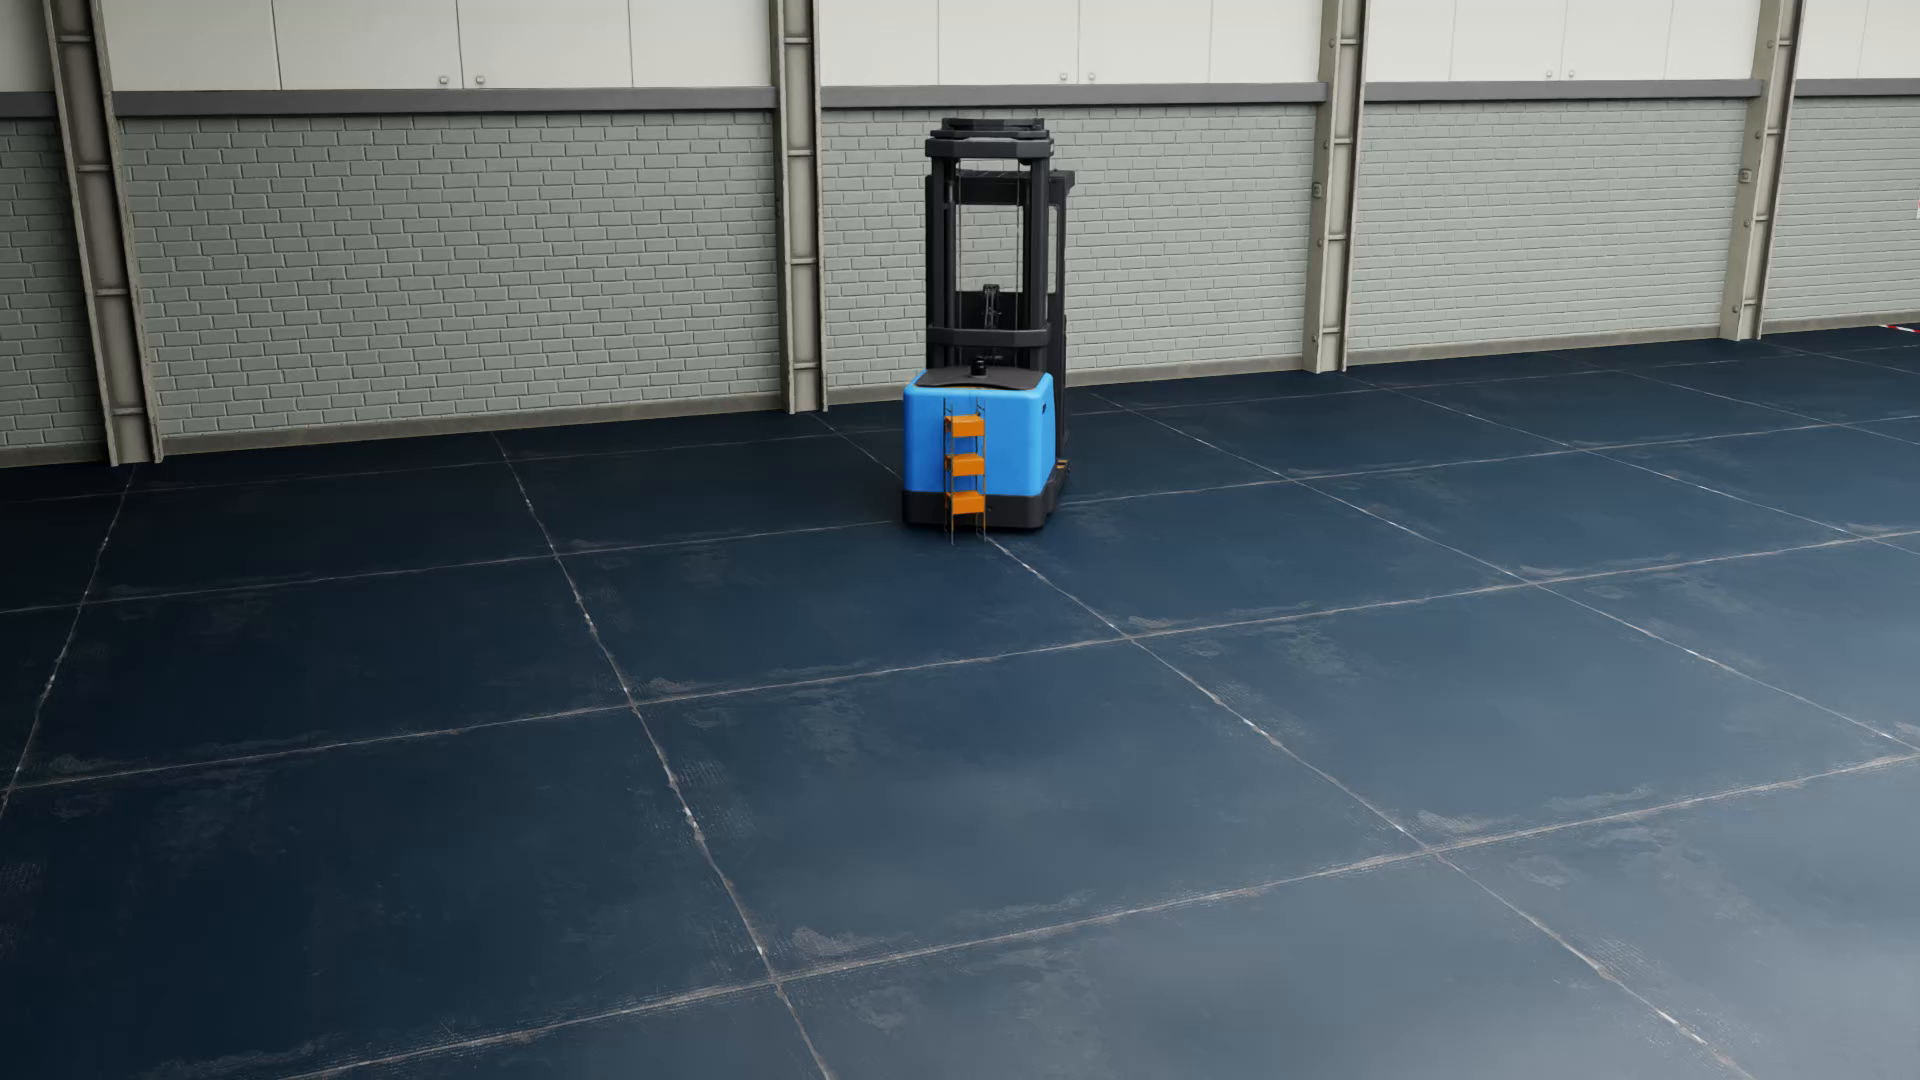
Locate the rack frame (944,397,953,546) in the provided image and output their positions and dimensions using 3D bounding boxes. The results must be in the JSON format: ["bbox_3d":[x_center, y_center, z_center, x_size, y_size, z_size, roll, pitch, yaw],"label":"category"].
[{"bbox_3d":[-0.085,-0.486,11.888,0.008,1.050,0.200,-5,17,-16],"label":"rack frame"}]

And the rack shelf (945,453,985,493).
[{"bbox_3d":[0.032,-0.485,11.926,0.240,0.259,0.215,-5,17,-16],"label":"rack shelf"}]

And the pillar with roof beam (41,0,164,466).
[{"bbox_3d":[-5.605,-3.875,9.322,0.400,9.000,9.100,-6,17,-20],"label":"pillar with roof beam"}]

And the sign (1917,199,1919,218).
[{"bbox_3d":[12.391,-4.298,21.347,0.234,0.329,0.001,-6,17,-20],"label":"sign"}]

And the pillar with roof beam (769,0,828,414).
[{"bbox_3d":[-0.003,-4.480,11.381,0.400,9.000,9.100,-6,17,-20],"label":"pillar with roof beam"}]

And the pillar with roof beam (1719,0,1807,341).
[{"bbox_3d":[11.203,-5.689,15.501,0.400,9.000,9.100,-6,17,-20],"label":"pillar with roof beam"}]

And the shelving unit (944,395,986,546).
[{"bbox_3d":[0.032,-0.496,11.923,0.252,1.050,0.215,-5,17,-16],"label":"shelving unit"}]

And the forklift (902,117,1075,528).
[{"bbox_3d":[0.314,-1.864,13.245,1.130,2.935,3.031,3,17,9],"label":"forklift"}]

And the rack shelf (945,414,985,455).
[{"bbox_3d":[0.032,-0.758,11.846,0.240,0.259,0.215,-5,17,-16],"label":"rack shelf"}]

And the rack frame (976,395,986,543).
[{"bbox_3d":[0.149,-0.506,11.957,0.008,1.050,0.200,-5,17,-16],"label":"rack frame"}]

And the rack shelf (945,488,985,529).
[{"bbox_3d":[0.032,-0.219,12.004,0.240,0.259,0.215,-5,17,-16],"label":"rack shelf"}]

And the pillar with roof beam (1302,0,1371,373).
[{"bbox_3d":[5.600,-5.084,13.441,0.400,9.000,9.100,-6,17,-20],"label":"pillar with roof beam"}]
